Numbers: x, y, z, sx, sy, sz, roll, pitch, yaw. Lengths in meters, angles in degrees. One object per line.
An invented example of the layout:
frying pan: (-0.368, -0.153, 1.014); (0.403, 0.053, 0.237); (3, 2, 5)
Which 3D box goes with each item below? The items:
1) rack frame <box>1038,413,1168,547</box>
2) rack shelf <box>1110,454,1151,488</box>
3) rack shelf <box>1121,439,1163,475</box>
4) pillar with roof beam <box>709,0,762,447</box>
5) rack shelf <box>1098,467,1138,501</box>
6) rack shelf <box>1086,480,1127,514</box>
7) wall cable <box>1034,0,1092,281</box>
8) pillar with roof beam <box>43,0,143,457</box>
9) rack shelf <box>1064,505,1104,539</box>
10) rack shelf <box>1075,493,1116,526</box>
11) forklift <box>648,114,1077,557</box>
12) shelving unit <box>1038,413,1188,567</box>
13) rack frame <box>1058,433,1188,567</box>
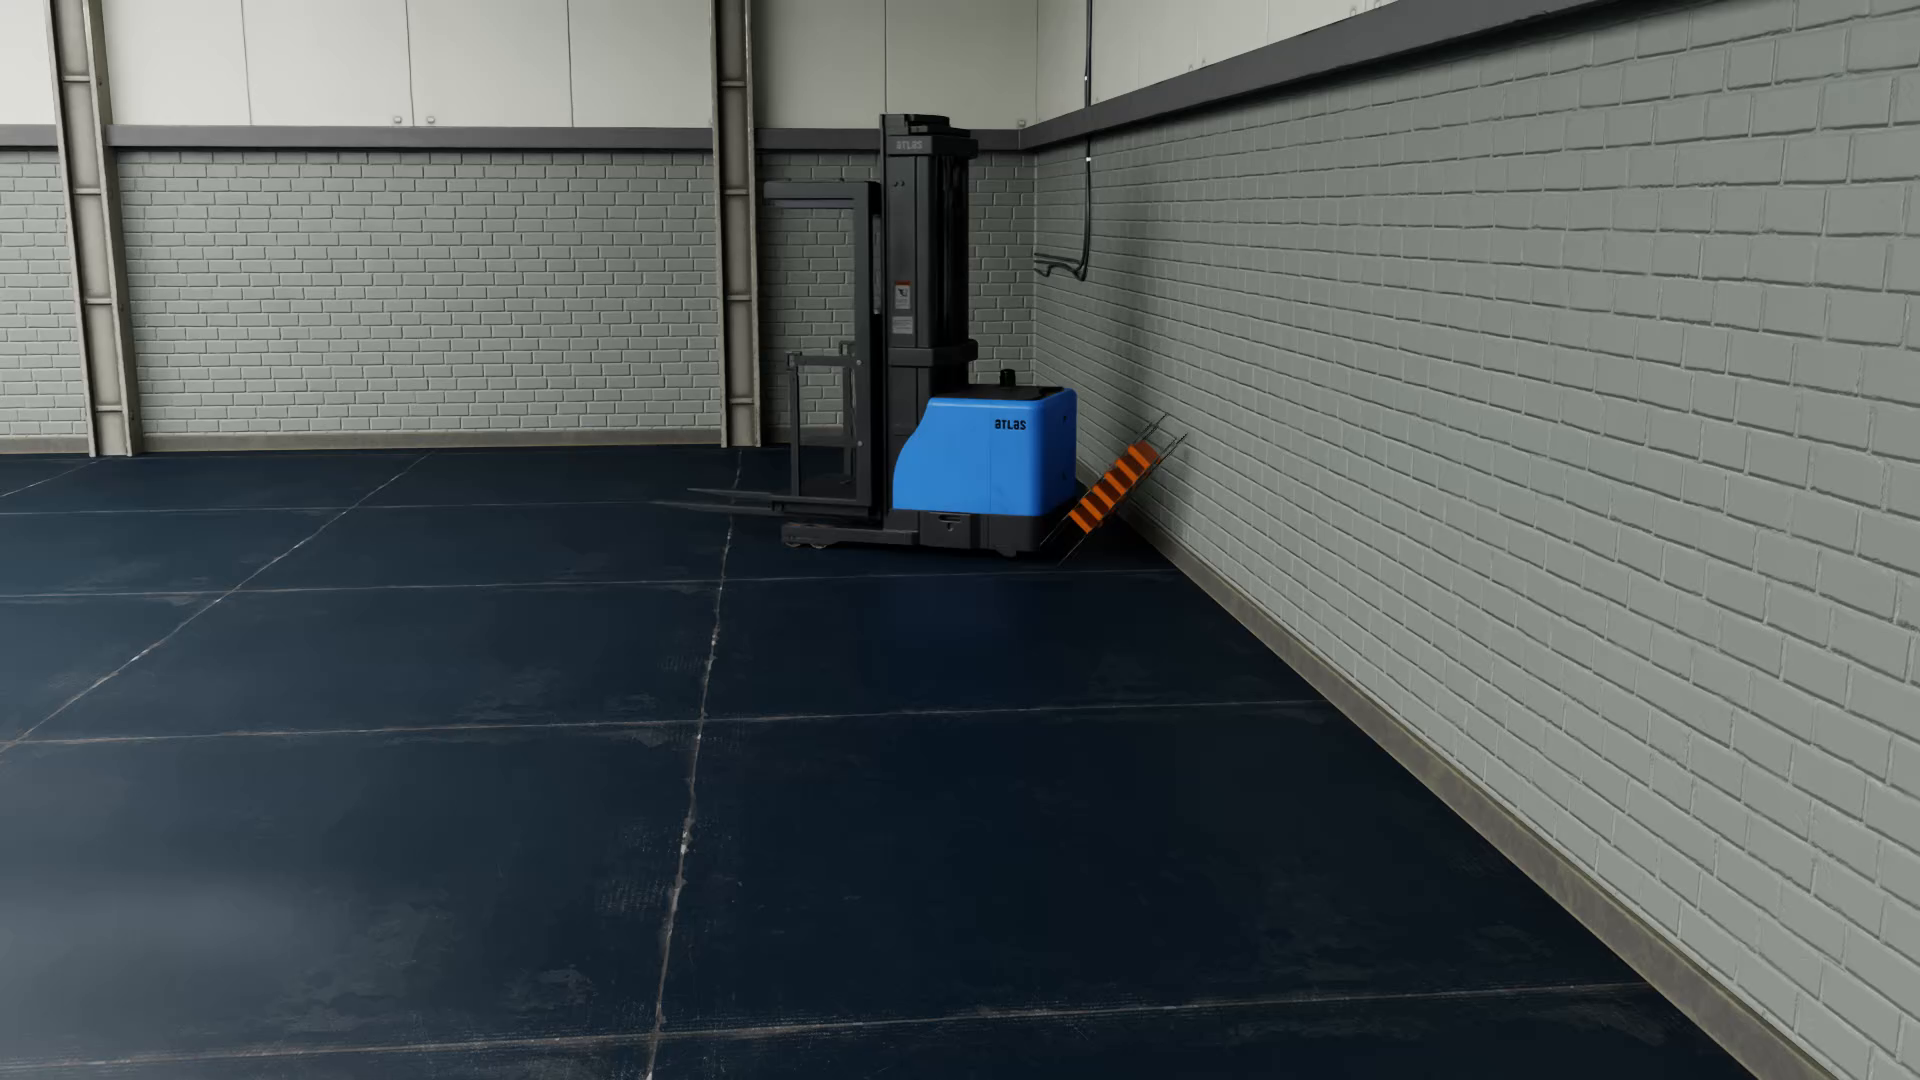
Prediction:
rack frame: (0.927, -0.385, 10.839); (0.006, 1.200, 0.240); (46, 27, 11)
rack shelf: (1.104, -0.452, 10.735); (0.180, 0.103, 0.258); (46, 27, 11)
rack shelf: (1.175, -0.533, 10.683); (0.180, 0.103, 0.258); (46, 27, 11)
pillar with roof beam: (-1.731, -4.547, 11.671); (0.400, 9.000, 9.100); (-1, 11, -6)
rack shelf: (1.033, -0.371, 10.788); (0.180, 0.103, 0.258); (46, 27, 11)
rack shelf: (0.962, -0.289, 10.841); (0.180, 0.103, 0.258); (46, 27, 11)
wall cable: (0.875, -3.657, 15.192); (0.112, 2.526, 3.097); (-1, 11, -6)
pillar with roof beam: (-7.696, -4.422, 11.035); (0.400, 9.000, 9.100); (-1, 11, -6)
rack shelf: (0.821, -0.127, 10.946); (0.180, 0.103, 0.258); (46, 27, 11)
rack shelf: (0.892, -0.208, 10.894); (0.180, 0.103, 0.258); (46, 27, 11)
forklift: (-0.735, -1.468, 11.735); (3.031, 2.935, 1.130); (4, 12, 17)
shelving unit: (0.989, -0.320, 10.821); (0.189, 1.200, 0.258); (46, 27, 11)
rack frame: (1.051, -0.254, 10.804); (0.006, 1.200, 0.240); (46, 27, 11)
